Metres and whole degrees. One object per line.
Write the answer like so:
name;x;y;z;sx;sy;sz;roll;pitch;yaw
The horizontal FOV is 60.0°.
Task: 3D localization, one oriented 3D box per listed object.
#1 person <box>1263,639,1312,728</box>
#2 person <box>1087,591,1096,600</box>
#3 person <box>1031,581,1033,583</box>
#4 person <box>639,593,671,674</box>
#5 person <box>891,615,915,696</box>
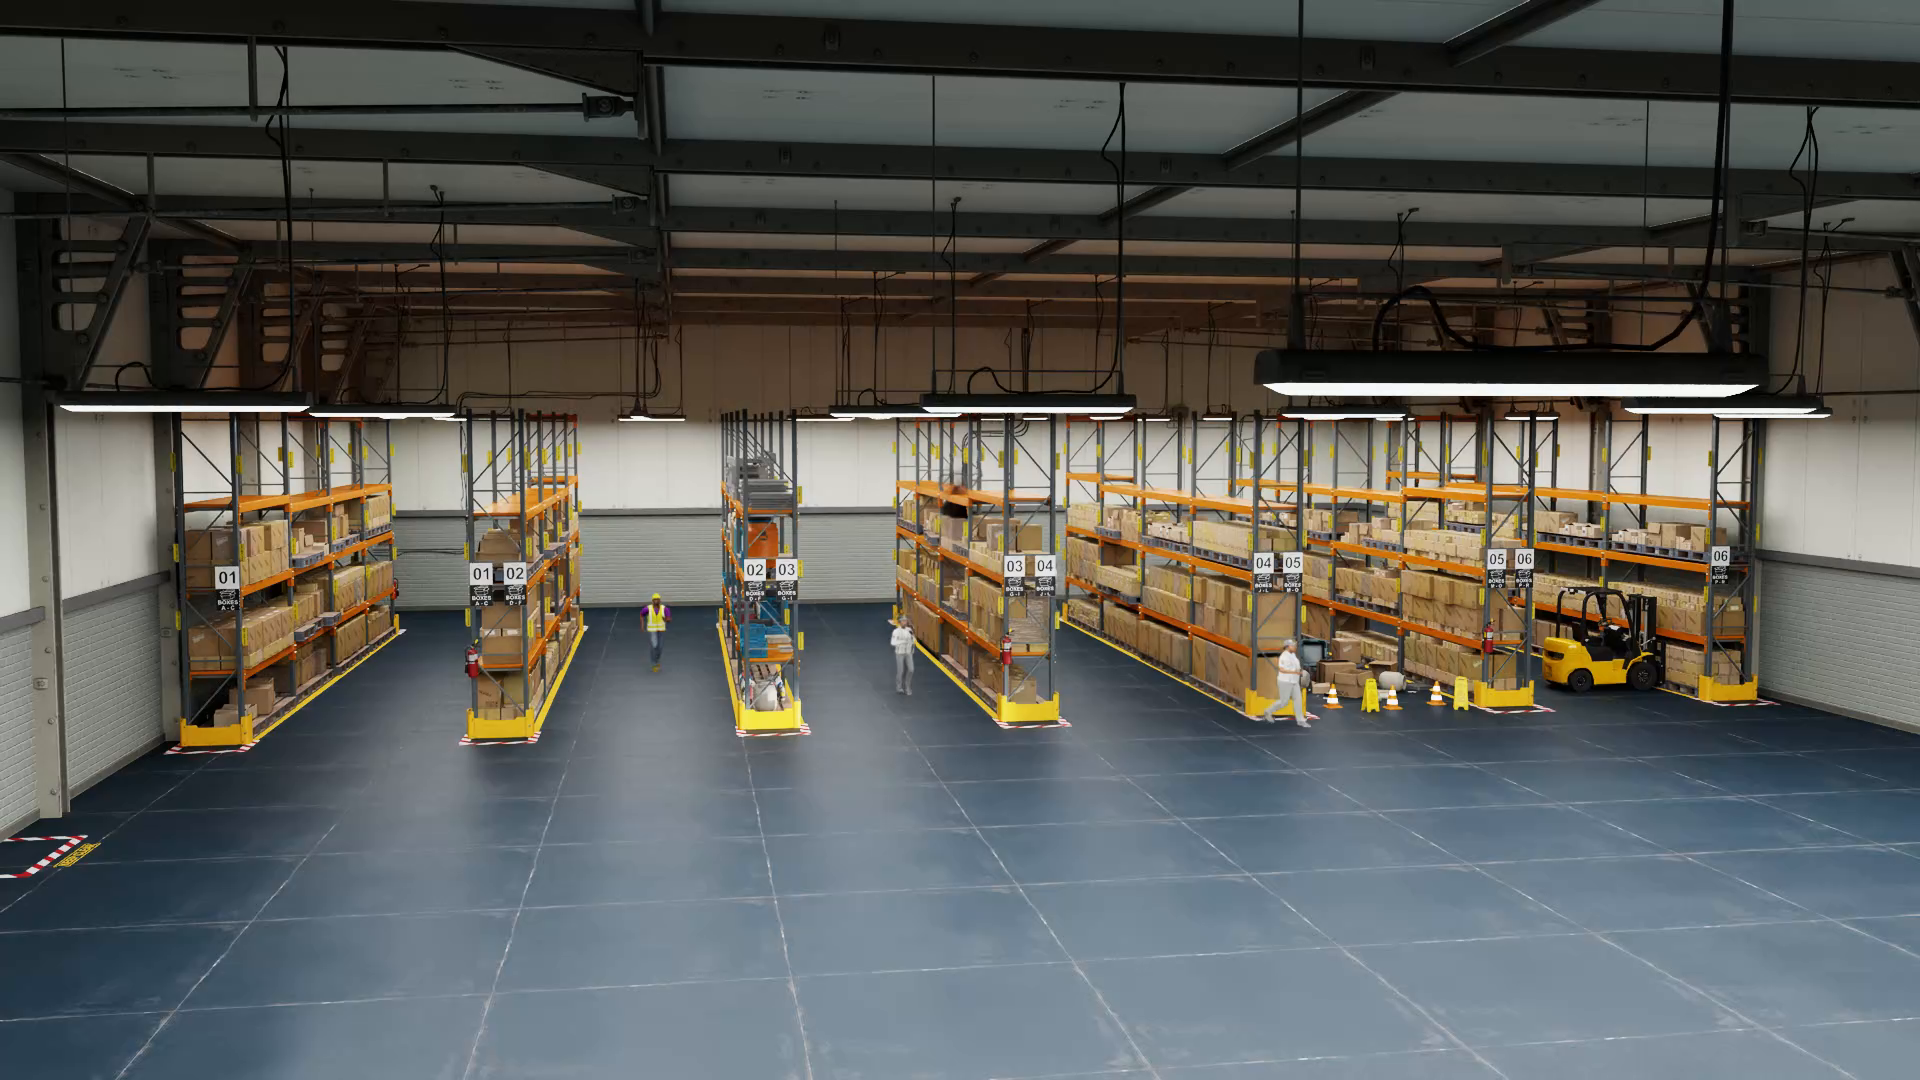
person;6.171;2.694;31.310;0.939;1.665;0.595;3;5;37
person;4.056;1.431;49.840;0.699;1.639;0.806;1;4;16
person;1.897;1.487;49.023;0.820;1.615;0.636;-4;6;-44
person;-7.036;2.143;38.540;0.677;1.821;0.820;-2;4;-24
person;-1.172;2.432;35.106;0.592;1.734;0.684;-1;4;-18
